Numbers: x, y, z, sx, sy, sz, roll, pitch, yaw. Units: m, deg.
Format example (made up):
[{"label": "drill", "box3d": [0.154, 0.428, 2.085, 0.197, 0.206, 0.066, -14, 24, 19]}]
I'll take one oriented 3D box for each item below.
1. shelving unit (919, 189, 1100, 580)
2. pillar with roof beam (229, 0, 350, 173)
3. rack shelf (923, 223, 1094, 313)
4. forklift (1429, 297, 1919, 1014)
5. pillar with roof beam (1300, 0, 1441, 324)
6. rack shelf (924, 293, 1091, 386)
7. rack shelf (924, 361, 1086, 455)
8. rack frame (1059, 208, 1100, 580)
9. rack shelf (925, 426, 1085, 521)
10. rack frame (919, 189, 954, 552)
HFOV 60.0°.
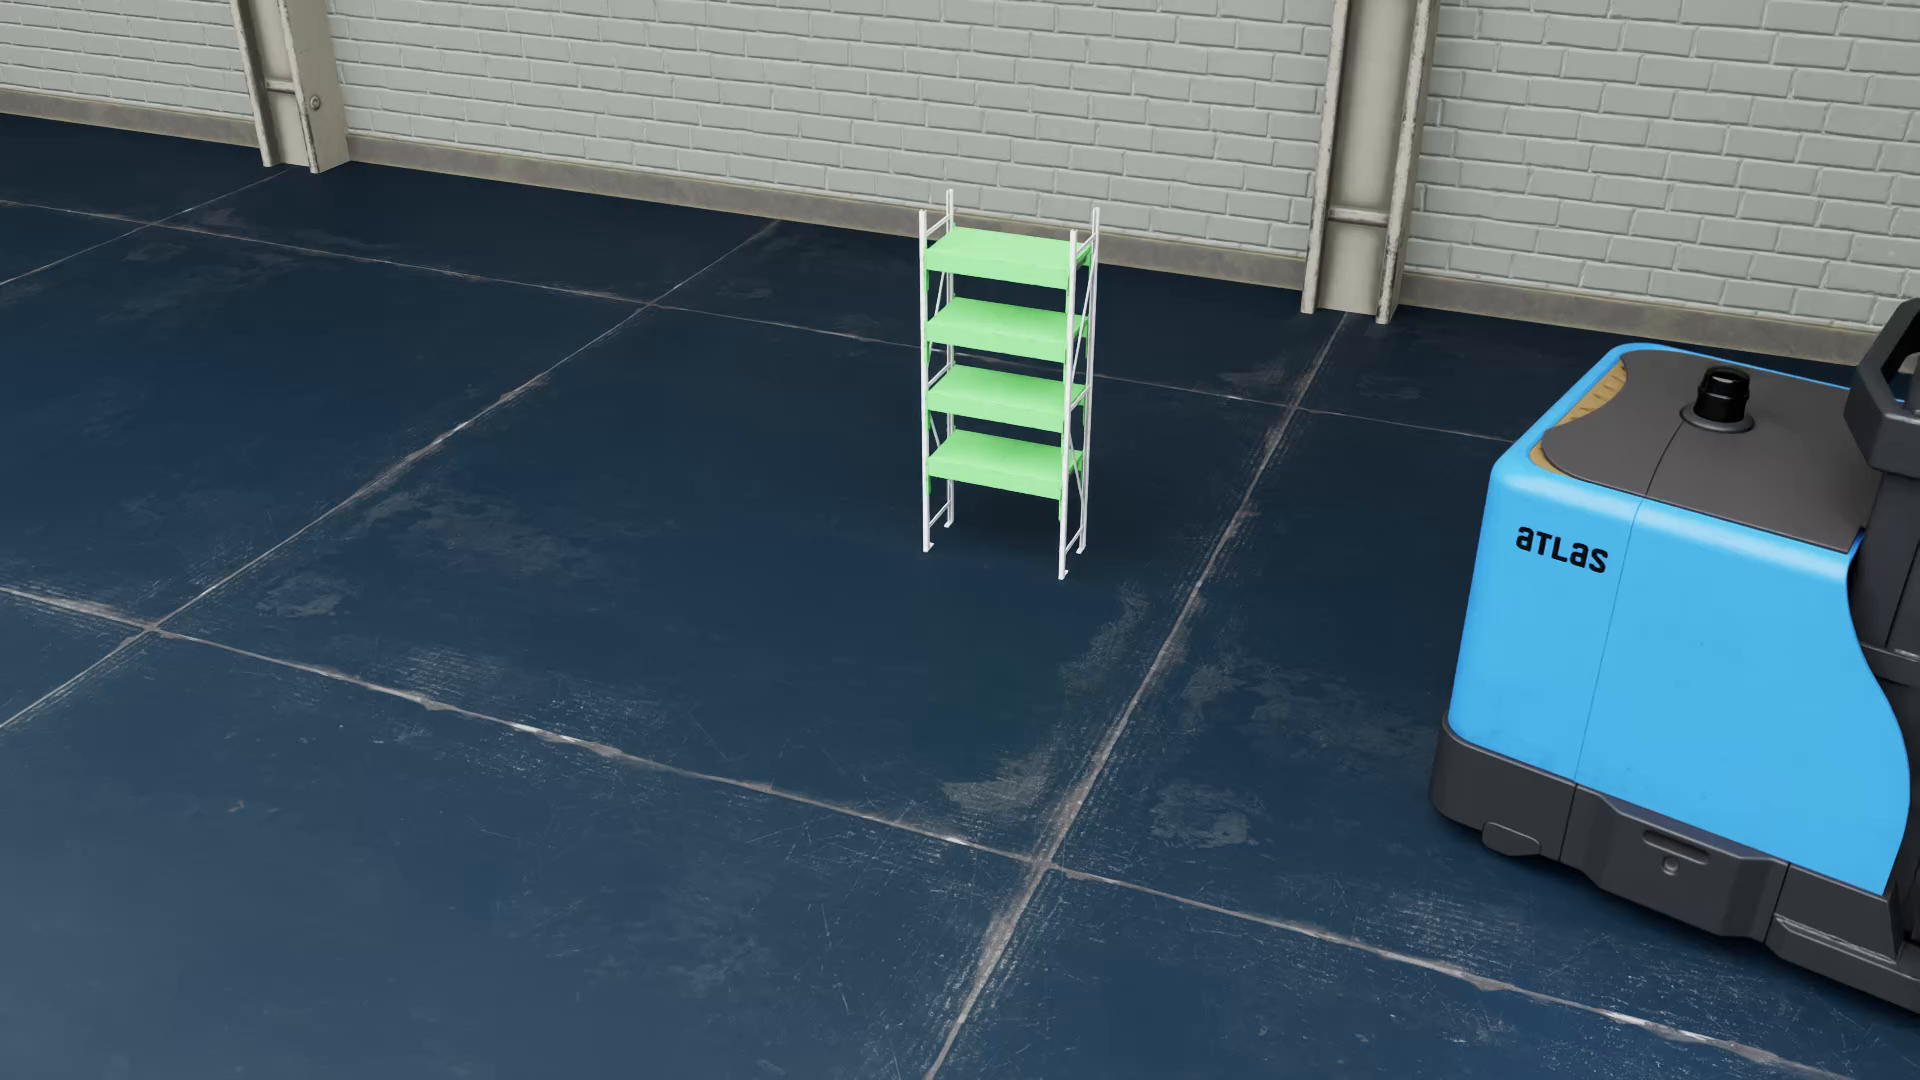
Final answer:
[{"label": "shelving unit", "box3d": [0.153, -0.492, 5.401, 0.503, 1.200, 0.258, 11, 31, 19]}, {"label": "pillar with roof beam", "box3d": [-5.384, -4.138, 3.926, 0.400, 9.000, 9.100, 11, 31, 19]}, {"label": "rack shelf", "box3d": [0.153, -0.854, 5.196, 0.480, 0.148, 0.258, 11, 31, 19]}, {"label": "forklift", "box3d": [2.726, -0.279, 3.264, 3.031, 2.935, 1.130, 20, 35, 31]}, {"label": "pillar with roof beam", "box3d": [0.176, -3.028, 1.963, 0.400, 9.000, 9.100, 11, 31, 19]}, {"label": "rack shelf", "box3d": [0.153, -0.645, 5.314, 0.480, 0.148, 0.258, 11, 31, 19]}, {"label": "rack shelf", "box3d": [0.153, -0.436, 5.432, 0.480, 0.148, 0.258, 11, 31, 19]}, {"label": "rack frame", "box3d": [0.379, -0.447, 5.321, 0.015, 1.200, 0.240, 11, 31, 19]}, {"label": "rack shelf", "box3d": [0.153, -0.227, 5.550, 0.480, 0.148, 0.258, 11, 31, 19]}, {"label": "rack frame", "box3d": [-0.073, -0.537, 5.480, 0.015, 1.200, 0.240, 11, 31, 19]}]
